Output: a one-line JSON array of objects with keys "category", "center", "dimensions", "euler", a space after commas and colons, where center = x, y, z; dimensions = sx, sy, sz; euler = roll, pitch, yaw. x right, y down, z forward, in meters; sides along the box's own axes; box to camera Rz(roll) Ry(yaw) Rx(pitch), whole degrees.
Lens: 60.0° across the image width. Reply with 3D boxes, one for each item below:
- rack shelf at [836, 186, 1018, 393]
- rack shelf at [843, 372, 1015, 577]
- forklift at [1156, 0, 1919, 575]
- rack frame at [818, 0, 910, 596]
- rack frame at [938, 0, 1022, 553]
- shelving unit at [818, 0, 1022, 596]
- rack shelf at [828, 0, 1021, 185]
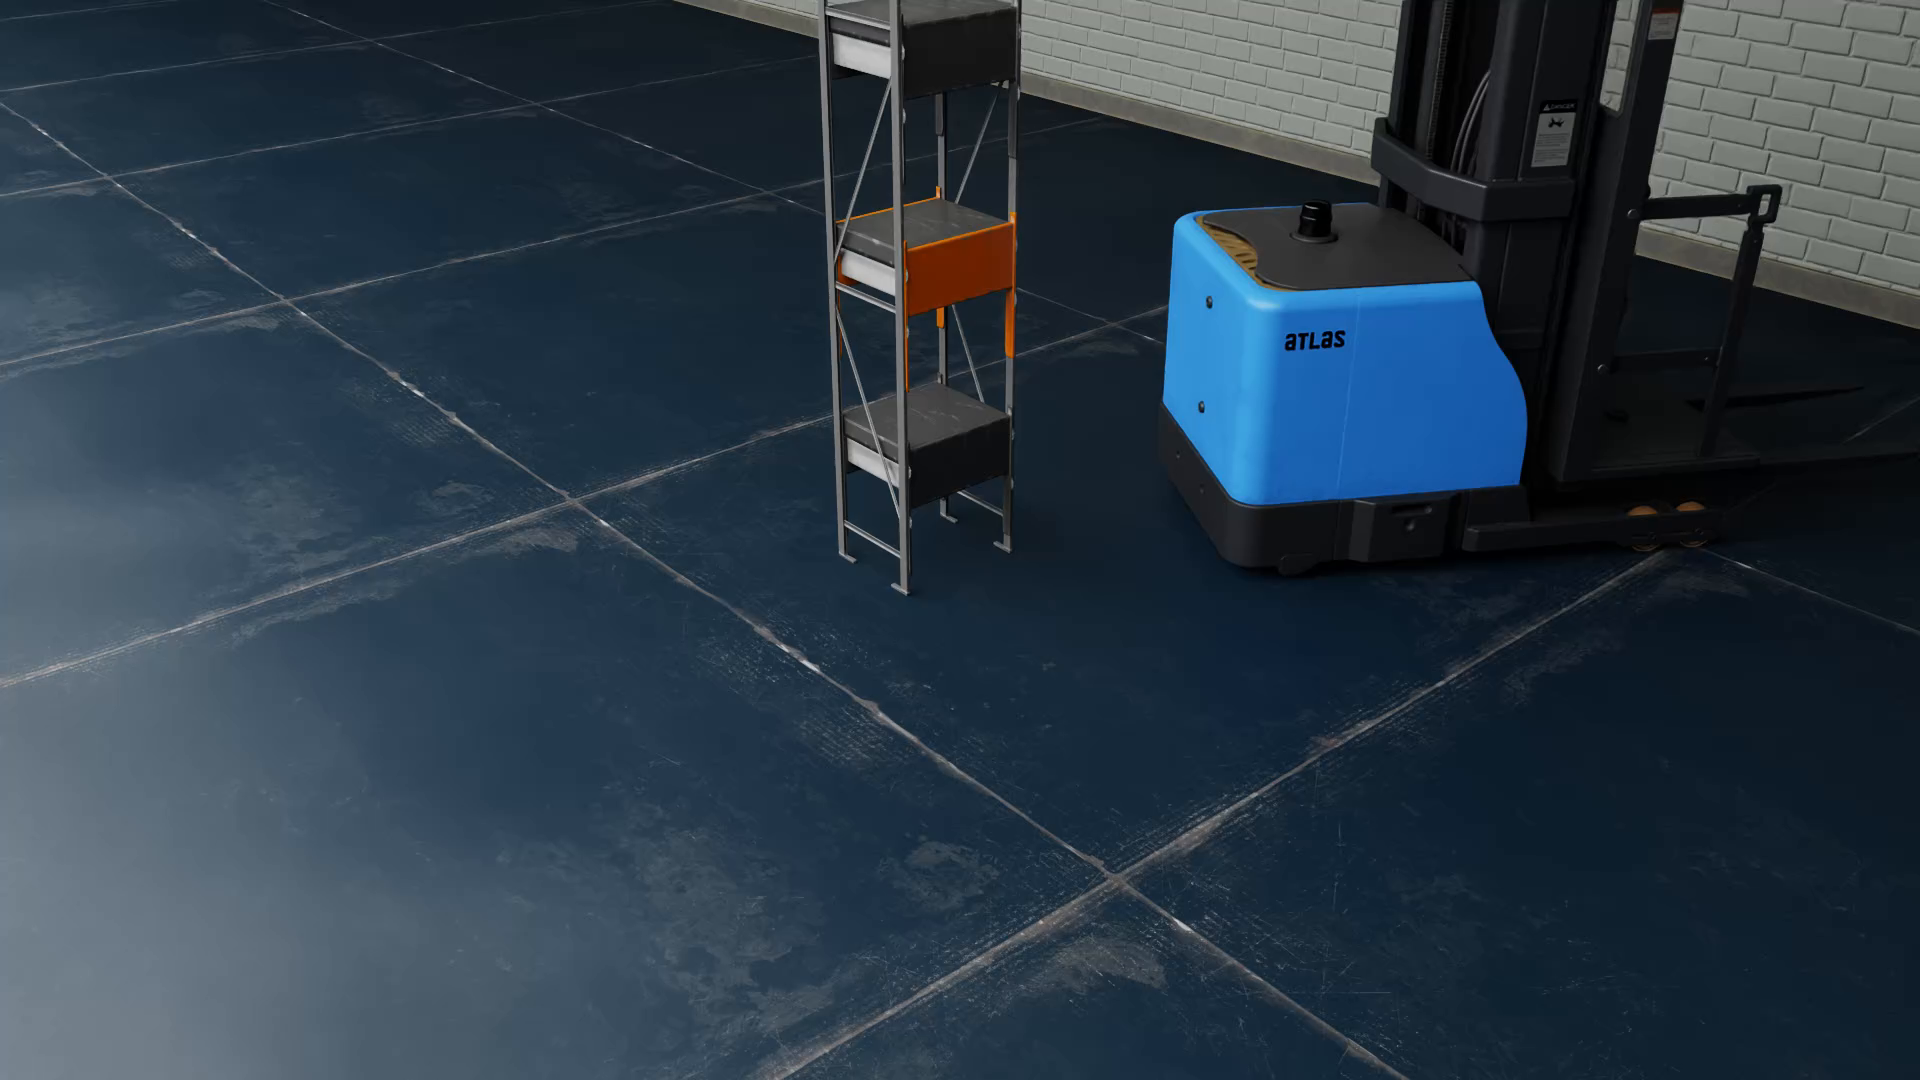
[{"category": "rack shelf", "center": [-0.126, -0.863, 5.667], "dimensions": [0.480, 0.518, 0.431], "euler": [-22, 35, -35]}, {"category": "rack shelf", "center": [-0.126, -0.246, 5.997], "dimensions": [0.480, 0.518, 0.431], "euler": [-22, 35, -35]}, {"category": "forklift", "center": [2.360, -1.490, 5.928], "dimensions": [3.031, 2.935, 1.130], "euler": [-5, 28, -9]}, {"category": "rack frame", "center": [-0.312, -0.801, 5.521], "dimensions": [0.015, 2.100, 0.400], "euler": [-22, 35, -35]}, {"category": "rack frame", "center": [0.060, -0.950, 5.800], "dimensions": [0.015, 2.100, 0.400], "euler": [-22, 35, -35]}, {"category": "shelving unit", "center": [-0.126, -0.875, 5.660], "dimensions": [0.503, 2.100, 0.431], "euler": [-22, 35, -35]}, {"category": "rack shelf", "center": [-0.126, -1.481, 5.337], "dimensions": [0.480, 0.518, 0.431], "euler": [-22, 35, -35]}]
